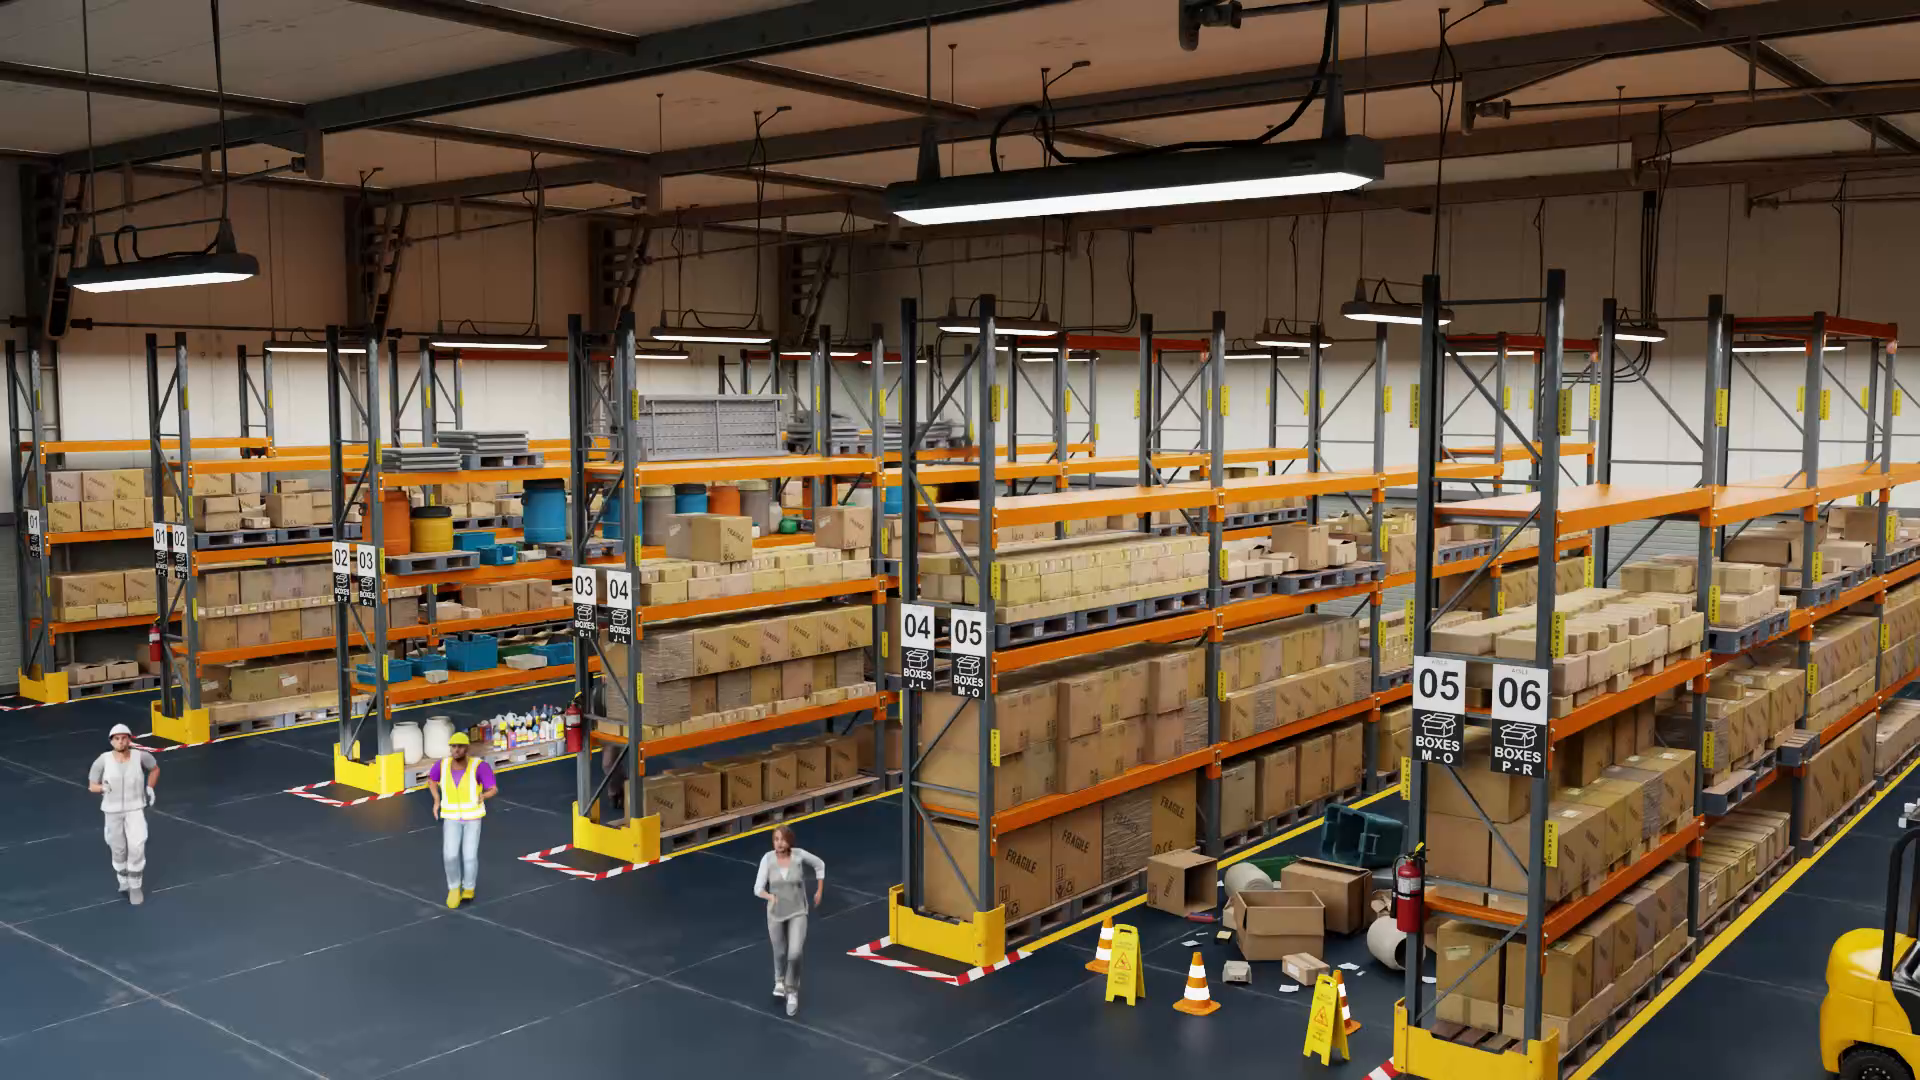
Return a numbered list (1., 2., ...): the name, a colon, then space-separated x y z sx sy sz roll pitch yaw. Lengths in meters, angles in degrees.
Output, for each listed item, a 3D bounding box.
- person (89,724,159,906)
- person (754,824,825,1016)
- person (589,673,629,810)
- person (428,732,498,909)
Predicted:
1. person: -8.422 2.769 16.772 0.630 1.832 0.708 -2 6 -23
2. person: -1.416 3.126 13.789 0.552 1.586 0.806 0 5 2
3. person: -4.358 2.459 20.759 0.638 1.773 0.763 2 6 26
4. person: -4.979 2.804 16.632 0.704 1.776 0.686 -1 5 -9
